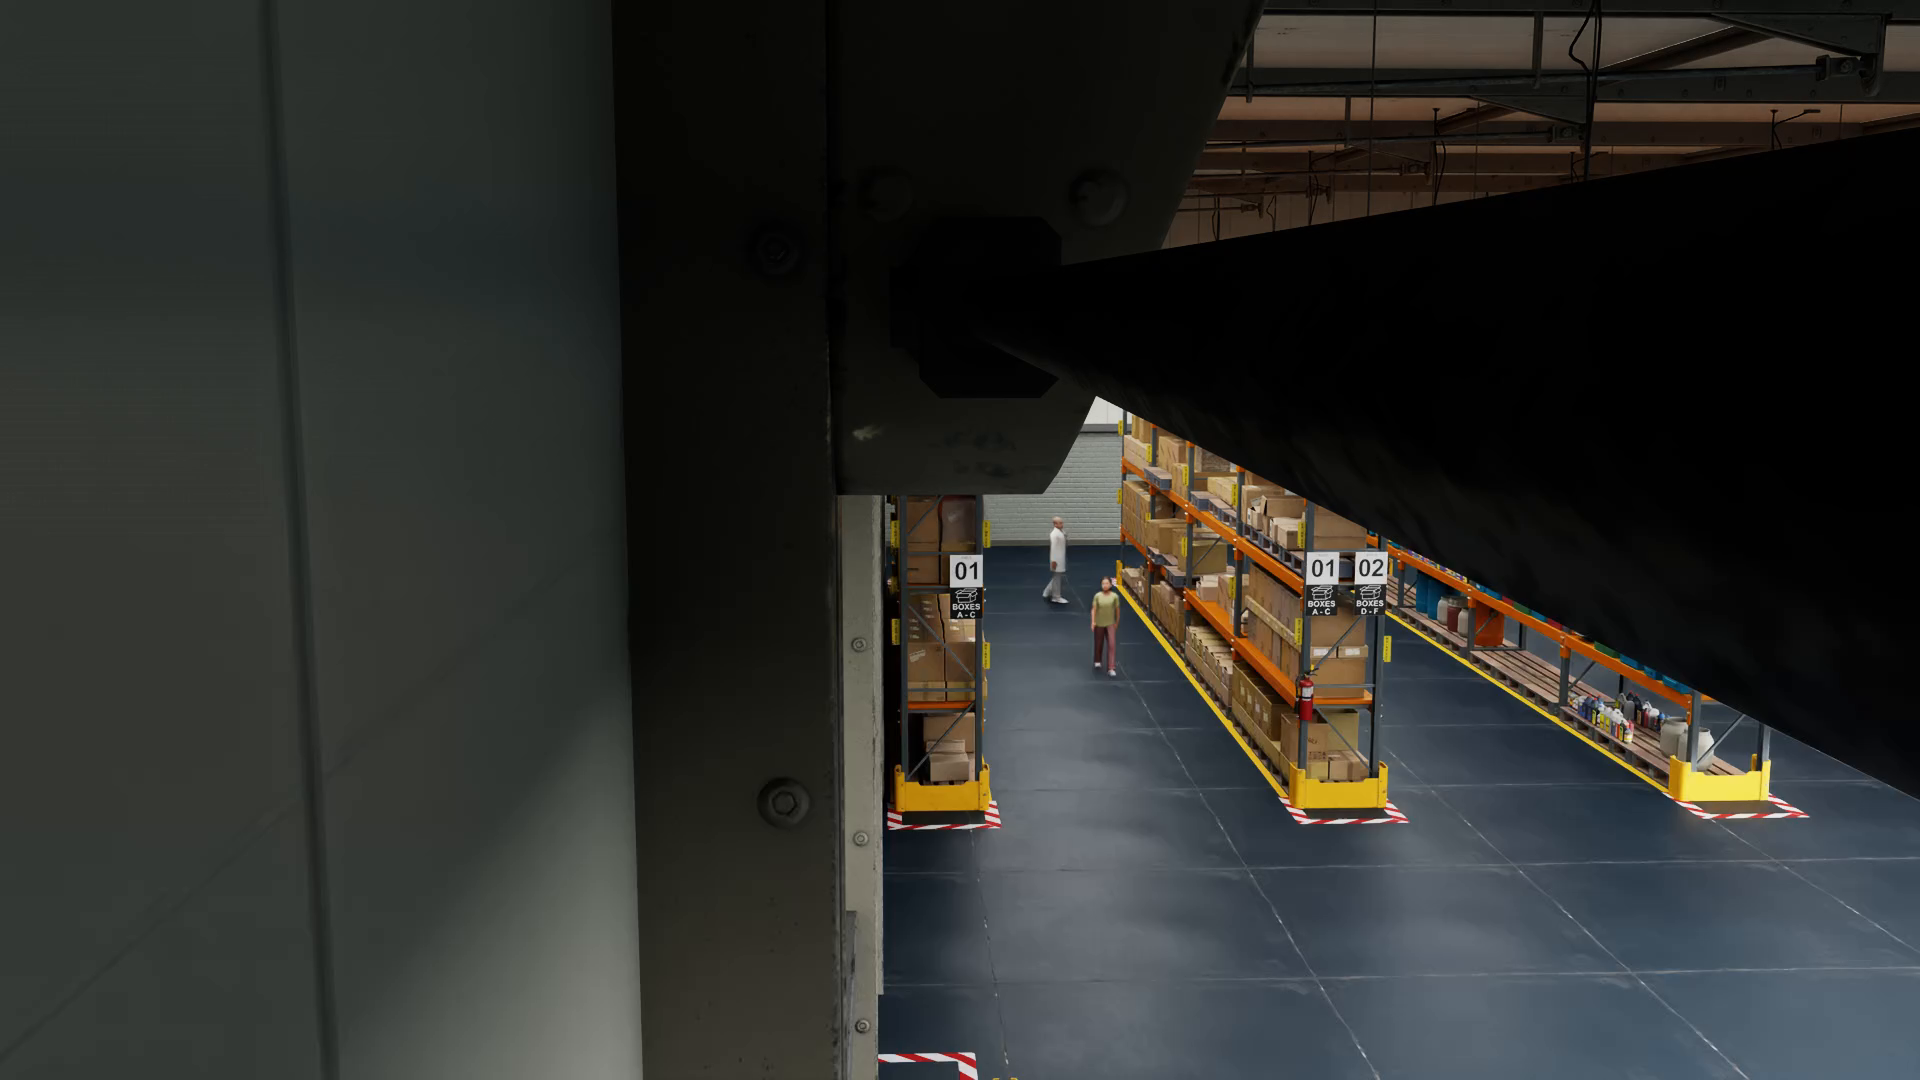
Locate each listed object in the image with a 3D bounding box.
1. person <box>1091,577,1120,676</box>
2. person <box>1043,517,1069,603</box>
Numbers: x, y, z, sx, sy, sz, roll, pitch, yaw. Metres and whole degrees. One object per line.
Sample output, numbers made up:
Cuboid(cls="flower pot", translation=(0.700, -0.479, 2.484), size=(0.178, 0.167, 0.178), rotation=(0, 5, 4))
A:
Cuboid(cls="person", translation=(2.438, 1.425, 27.848), size=(0.515, 1.619, 0.985), rotation=(-1, 8, -4))
Cuboid(cls="person", translation=(1.991, 0.401, 34.302), size=(0.557, 1.782, 0.663), rotation=(3, 9, 20))
